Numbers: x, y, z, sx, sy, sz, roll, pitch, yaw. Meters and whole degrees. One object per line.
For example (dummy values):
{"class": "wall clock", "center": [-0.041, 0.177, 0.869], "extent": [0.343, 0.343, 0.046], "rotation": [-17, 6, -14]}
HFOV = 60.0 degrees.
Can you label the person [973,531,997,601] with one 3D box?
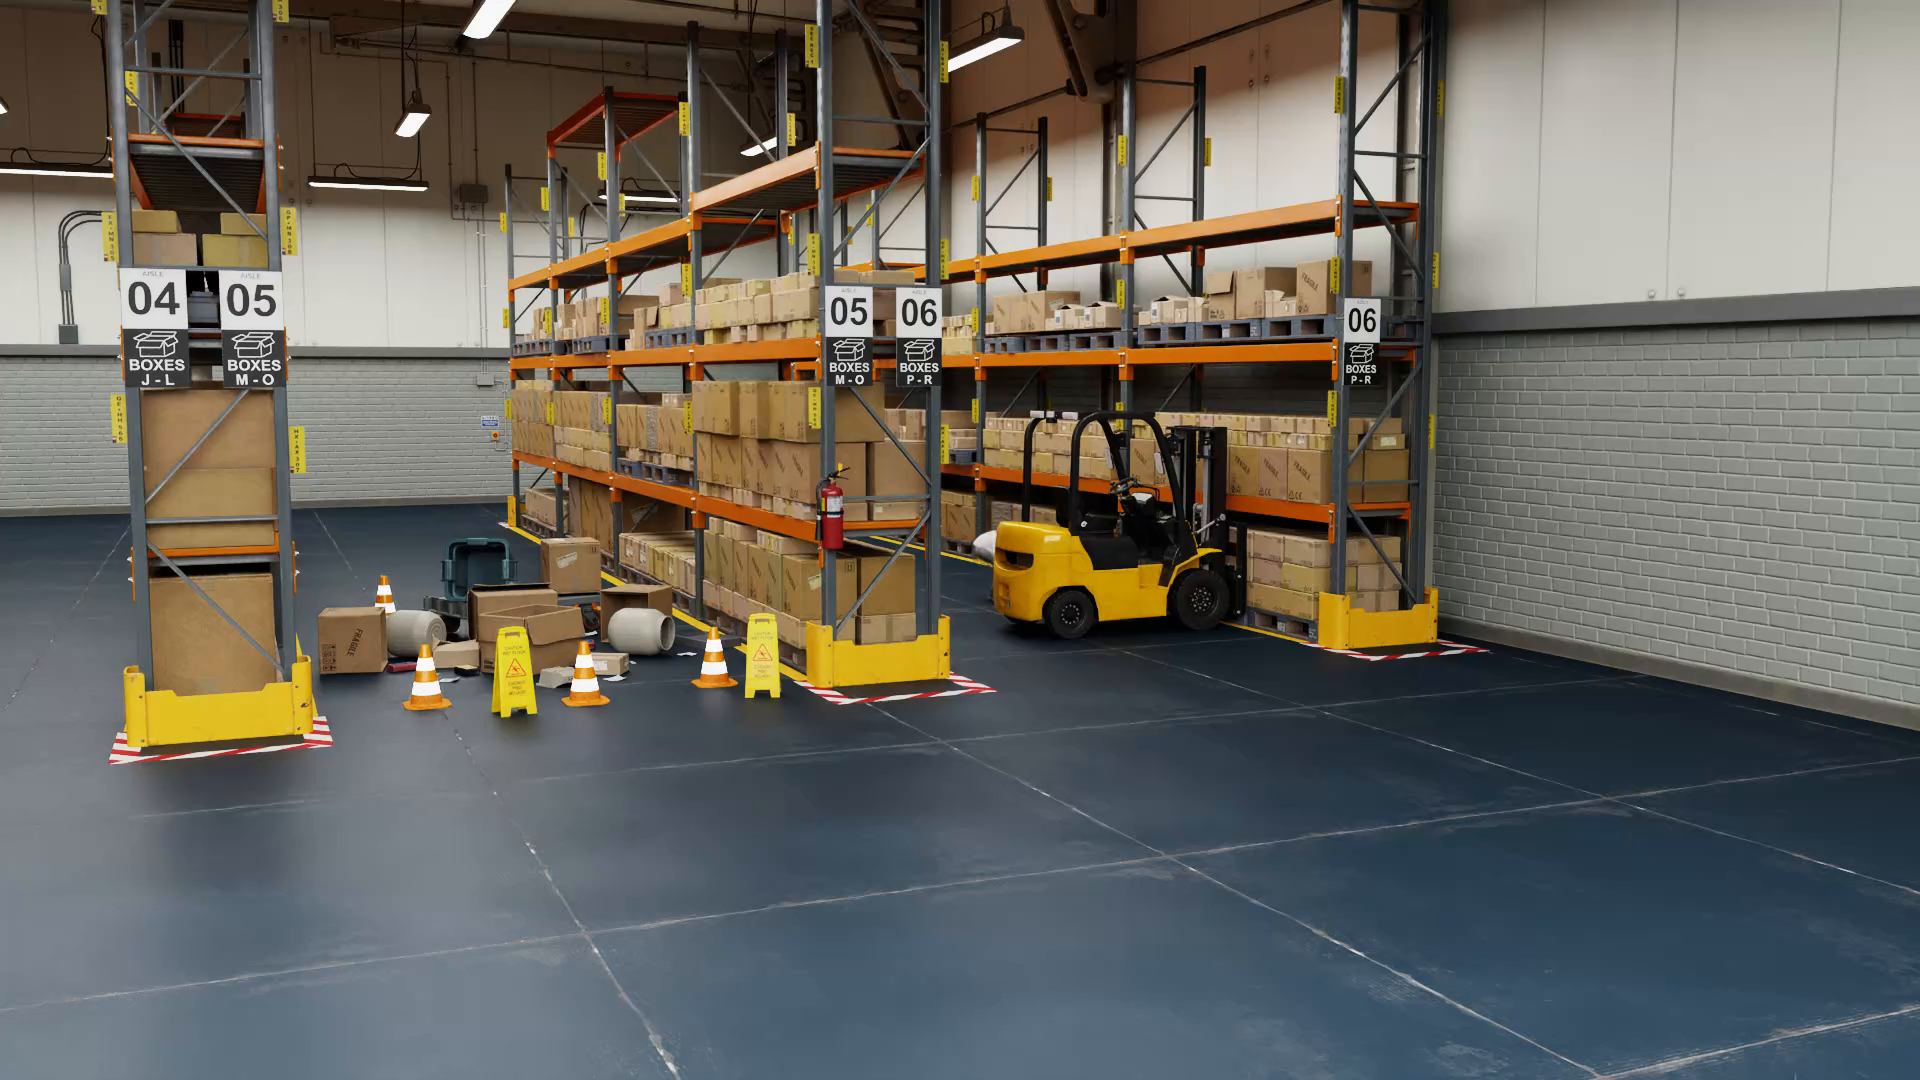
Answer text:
{"class": "person", "center": [0.592, 0.295, 18.611], "extent": [0.922, 0.813, 0.455], "rotation": [-3, 6, -26]}
